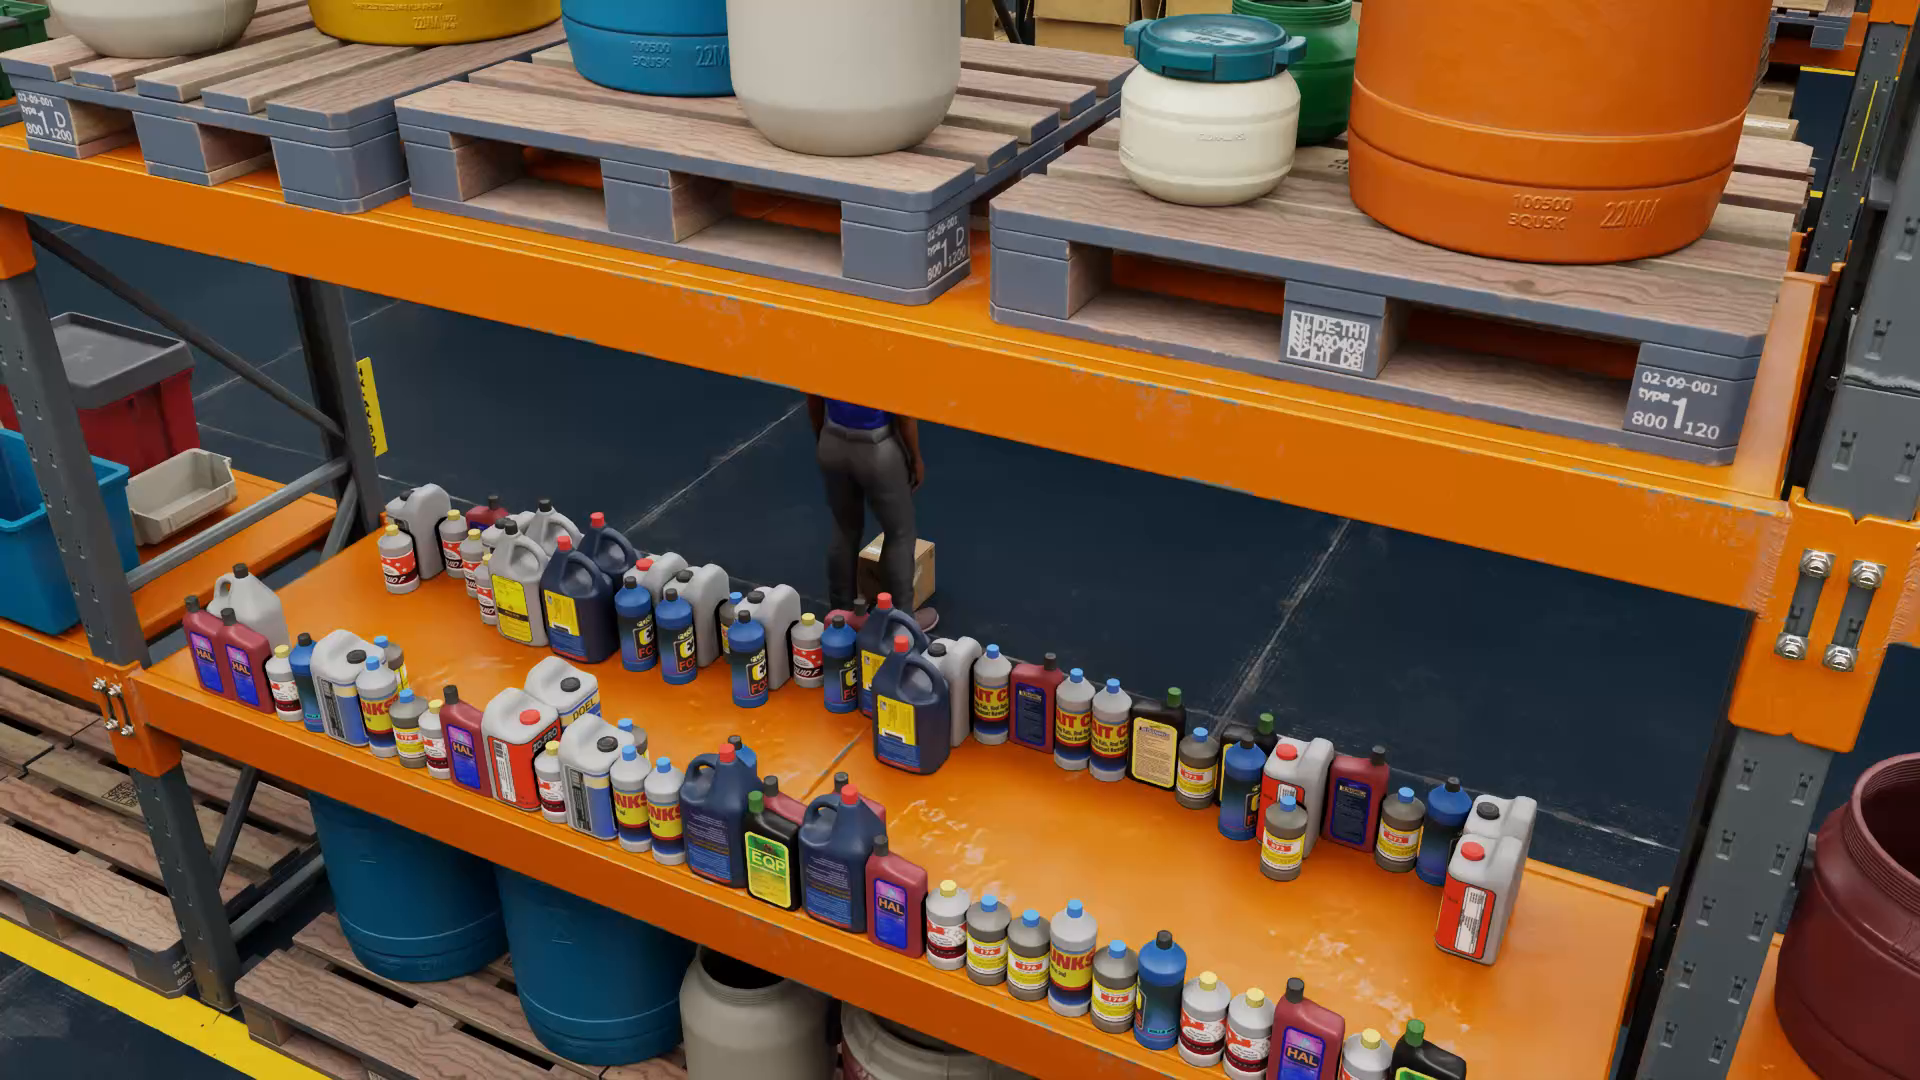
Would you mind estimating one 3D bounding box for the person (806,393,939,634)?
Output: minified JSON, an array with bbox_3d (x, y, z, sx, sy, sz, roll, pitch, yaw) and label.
[{"bbox_3d":[-0.372,-0.355,6.744,0.512,1.654,0.352,14,33,23],"label":"person"}]
